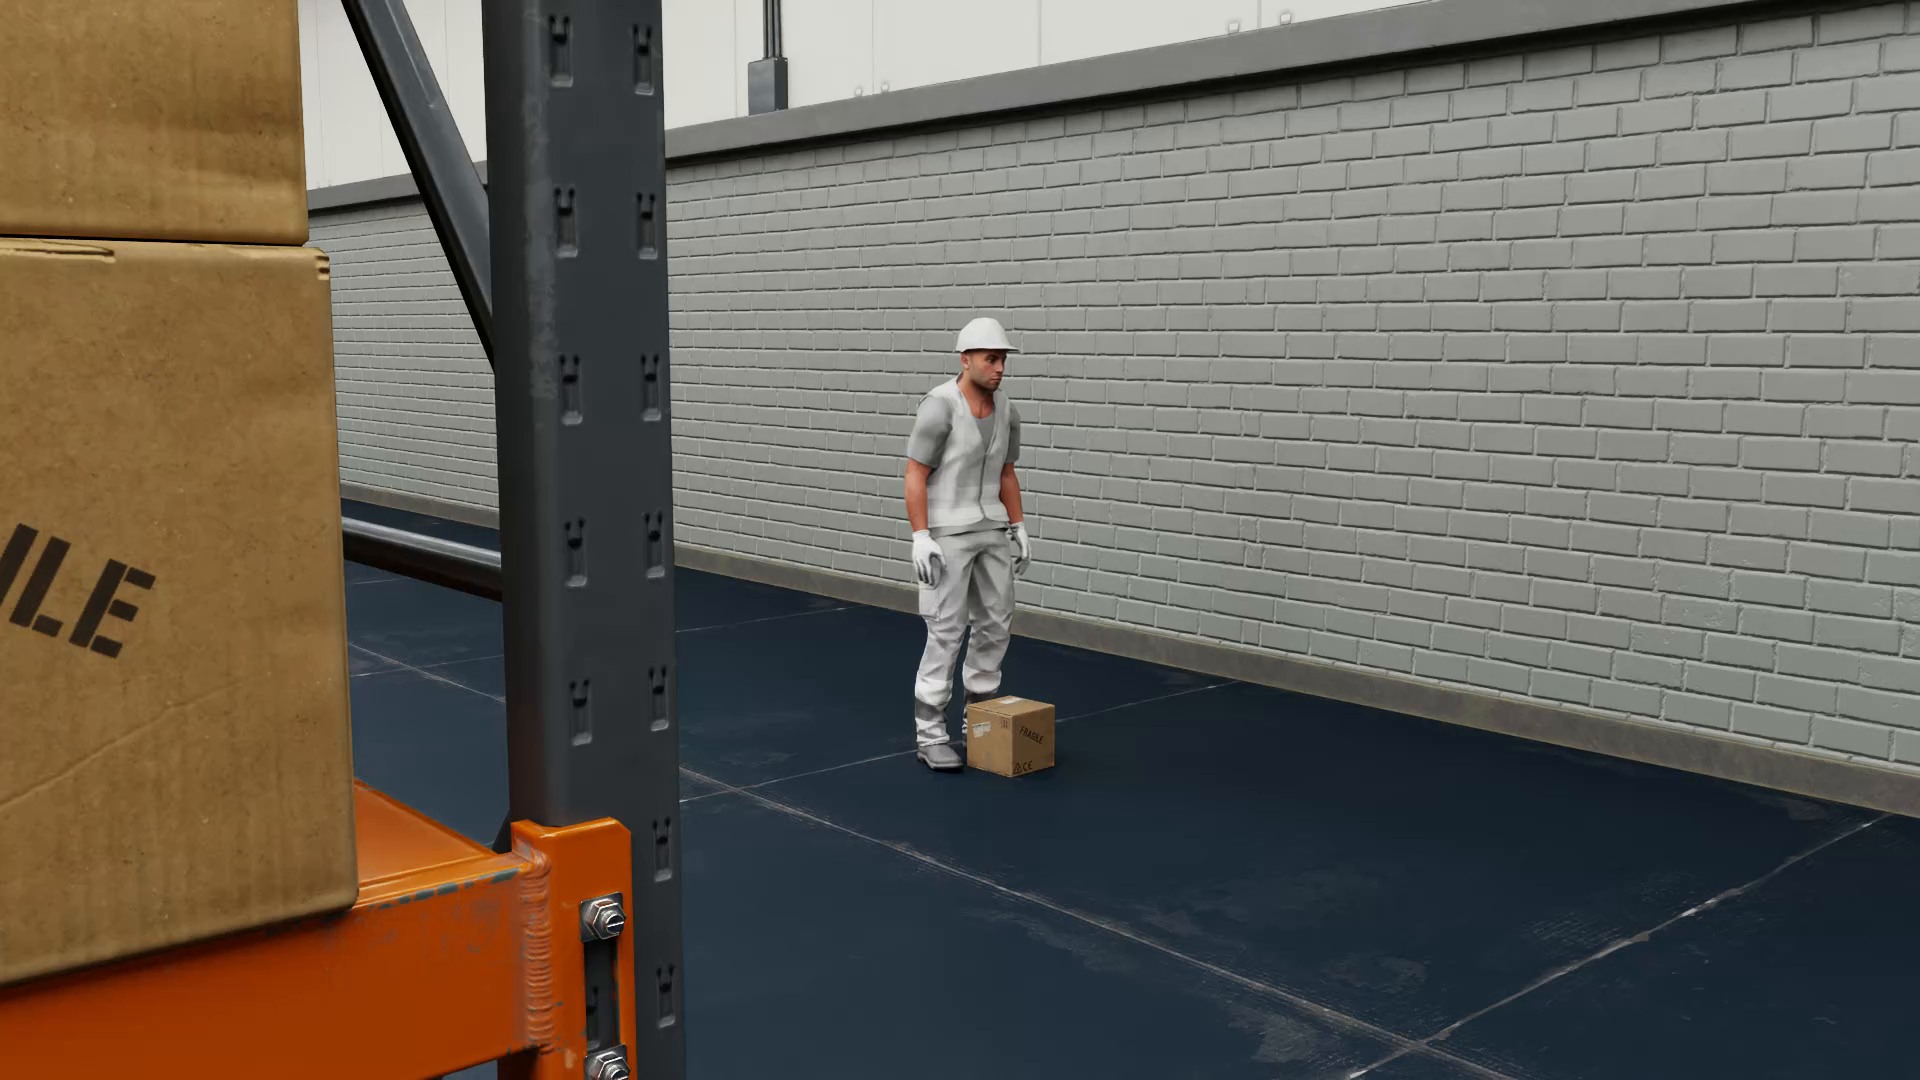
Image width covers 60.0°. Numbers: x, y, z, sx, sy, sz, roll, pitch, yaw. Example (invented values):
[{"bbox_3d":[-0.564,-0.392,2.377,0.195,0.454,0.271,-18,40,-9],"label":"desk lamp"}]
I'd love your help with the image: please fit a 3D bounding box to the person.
[{"bbox_3d":[0.040,0.003,6.693,0.609,1.779,0.448,-6,10,-40],"label":"person"}]
